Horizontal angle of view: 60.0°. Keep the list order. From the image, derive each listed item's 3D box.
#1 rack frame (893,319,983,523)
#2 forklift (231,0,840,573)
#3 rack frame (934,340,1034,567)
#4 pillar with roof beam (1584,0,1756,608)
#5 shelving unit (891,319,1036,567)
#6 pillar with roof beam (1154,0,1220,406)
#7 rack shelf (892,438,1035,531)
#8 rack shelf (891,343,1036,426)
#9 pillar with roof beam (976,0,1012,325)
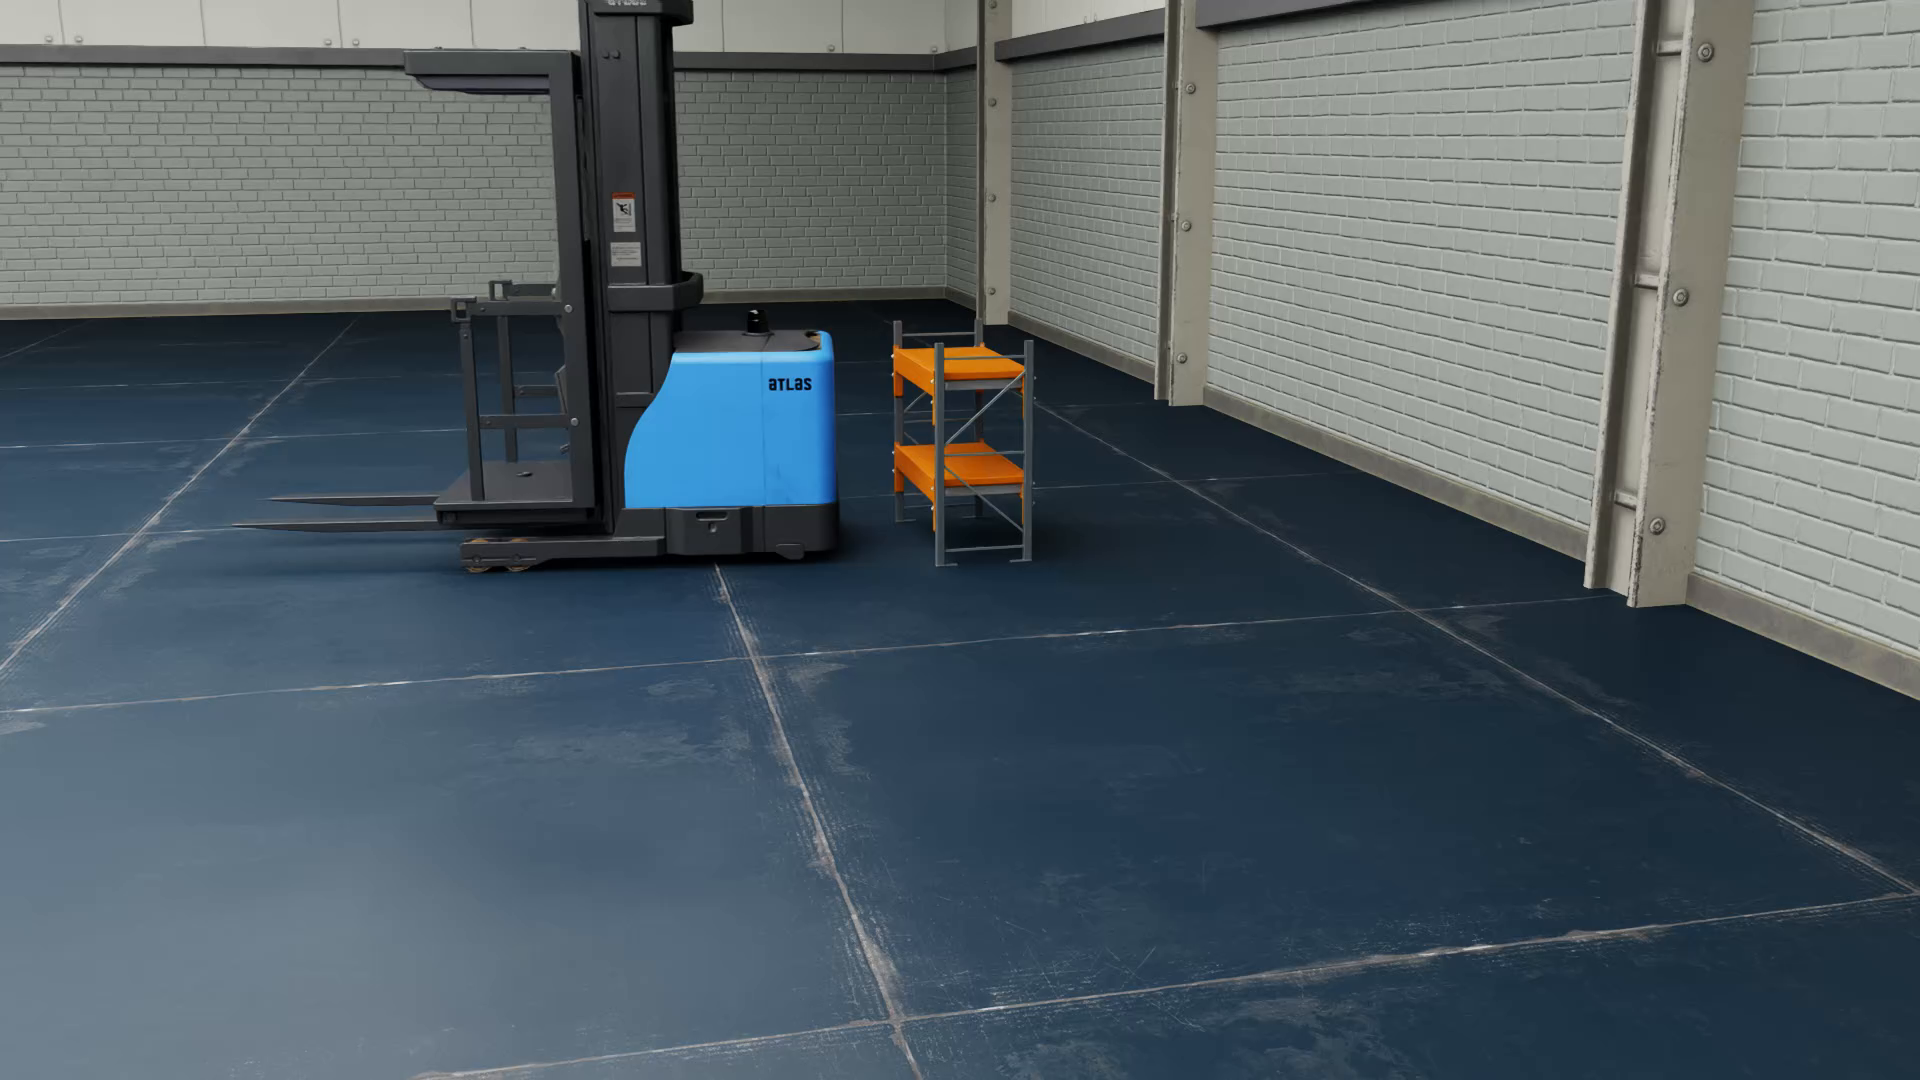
[{"bbox_3d":[-0.118,-0.662,9.267,0.500,1.125,0.032,-3,14,-13],"label":"rack frame"},{"bbox_3d":[-2.160,-1.392,8.450,3.031,2.935,1.130,-1,14,-5],"label":"forklift"},{"bbox_3d":[0.121,-0.428,8.307,0.500,1.125,0.032,-3,14,-13],"label":"rack frame"},{"bbox_3d":[-0.982,-3.874,5.825,9.100,9.000,0.400,-3,14,-13],"label":"pillar with roof beam"},{"bbox_3d":[0.002,-0.545,8.787,0.538,1.125,1.048,-3,14,-13],"label":"shelving unit"},{"bbox_3d":[-2.391,-5.259,11.491,9.100,9.000,0.400,-3,14,-13],"label":"pillar with roof beam"},{"bbox_3d":[0.002,-0.307,8.845,0.538,0.278,1.000,-3,14,-13],"label":"rack shelf"},{"bbox_3d":[0.002,-0.829,8.718,0.538,0.278,1.000,-3,14,-13],"label":"rack shelf"},{"bbox_3d":[-3.800,-6.643,17.156,9.100,9.000,0.400,-3,14,-13],"label":"pillar with roof beam"}]
